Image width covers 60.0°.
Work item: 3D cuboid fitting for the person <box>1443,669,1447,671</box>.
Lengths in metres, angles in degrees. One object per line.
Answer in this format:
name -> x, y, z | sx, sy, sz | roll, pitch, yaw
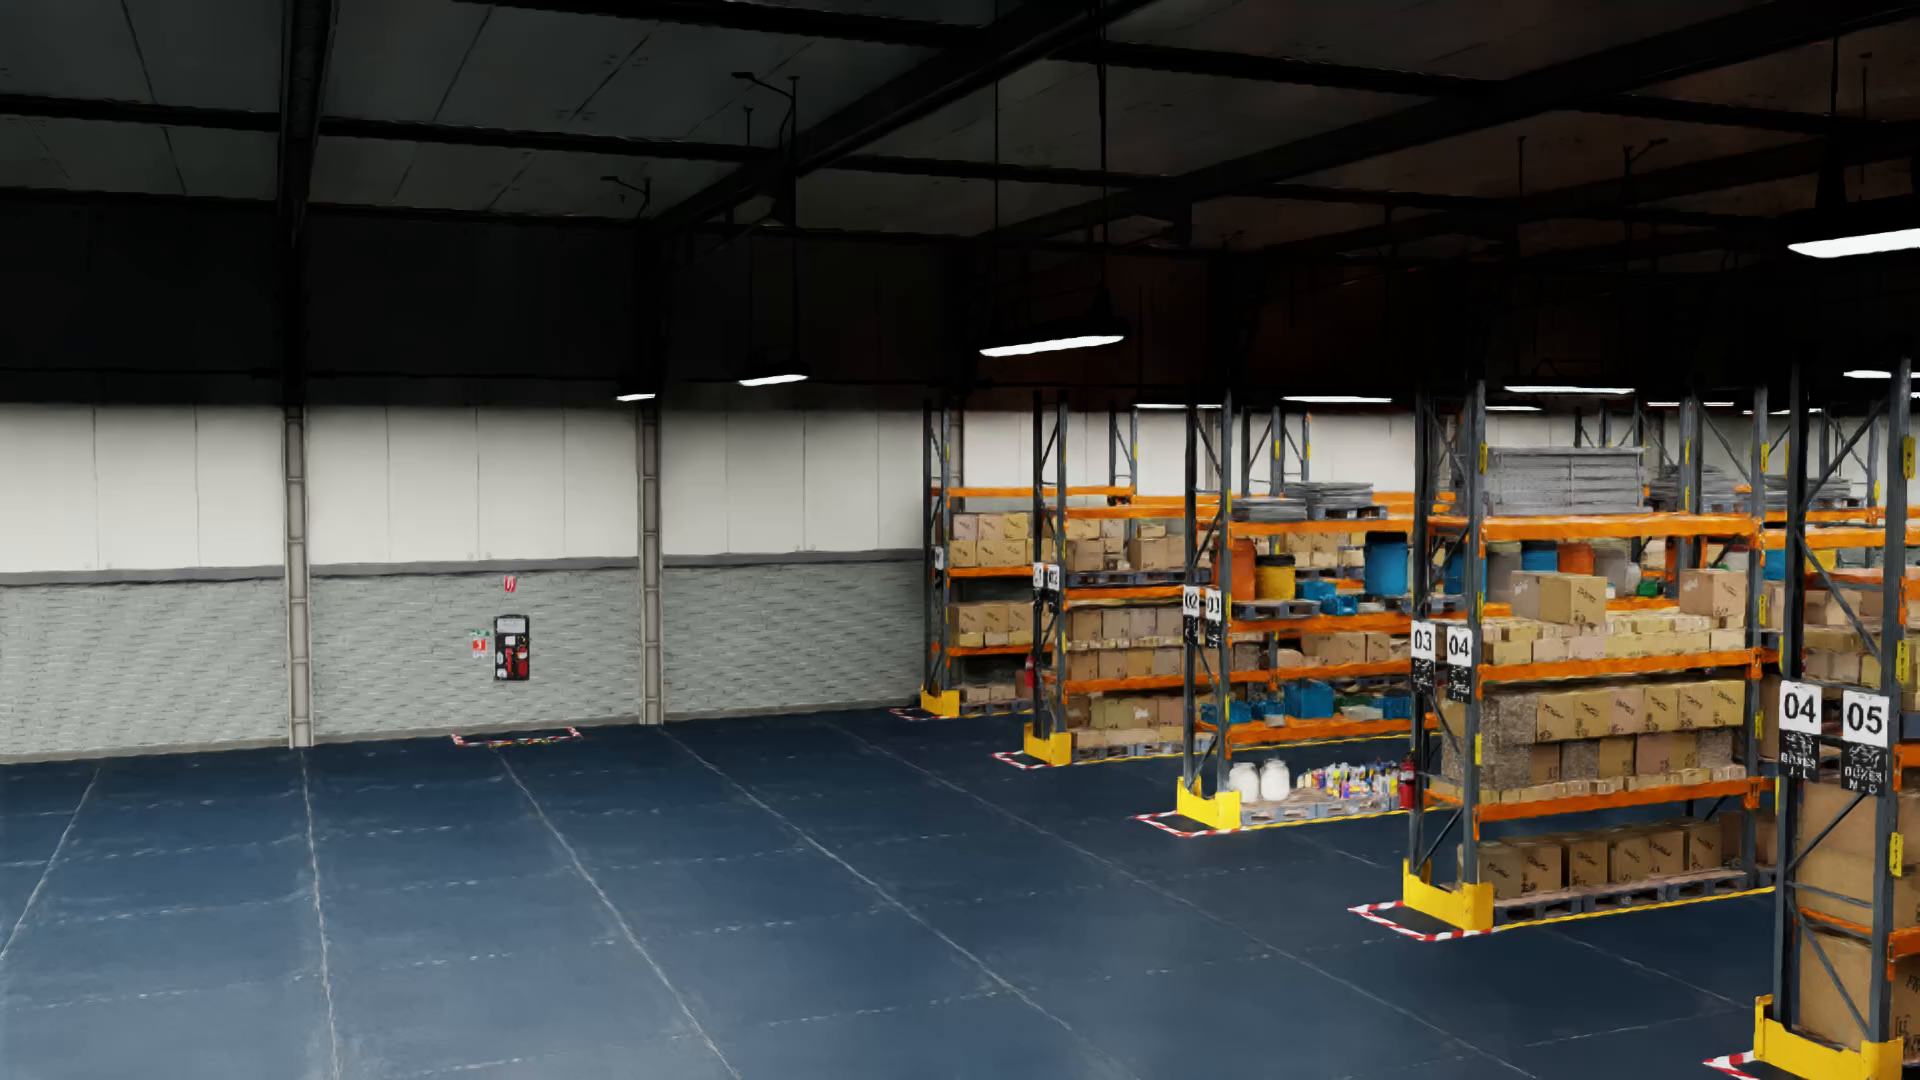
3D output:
person -> 8.472, 2.648, 28.385 | 1.036, 1.659, 0.536 | -2, 4, -31
